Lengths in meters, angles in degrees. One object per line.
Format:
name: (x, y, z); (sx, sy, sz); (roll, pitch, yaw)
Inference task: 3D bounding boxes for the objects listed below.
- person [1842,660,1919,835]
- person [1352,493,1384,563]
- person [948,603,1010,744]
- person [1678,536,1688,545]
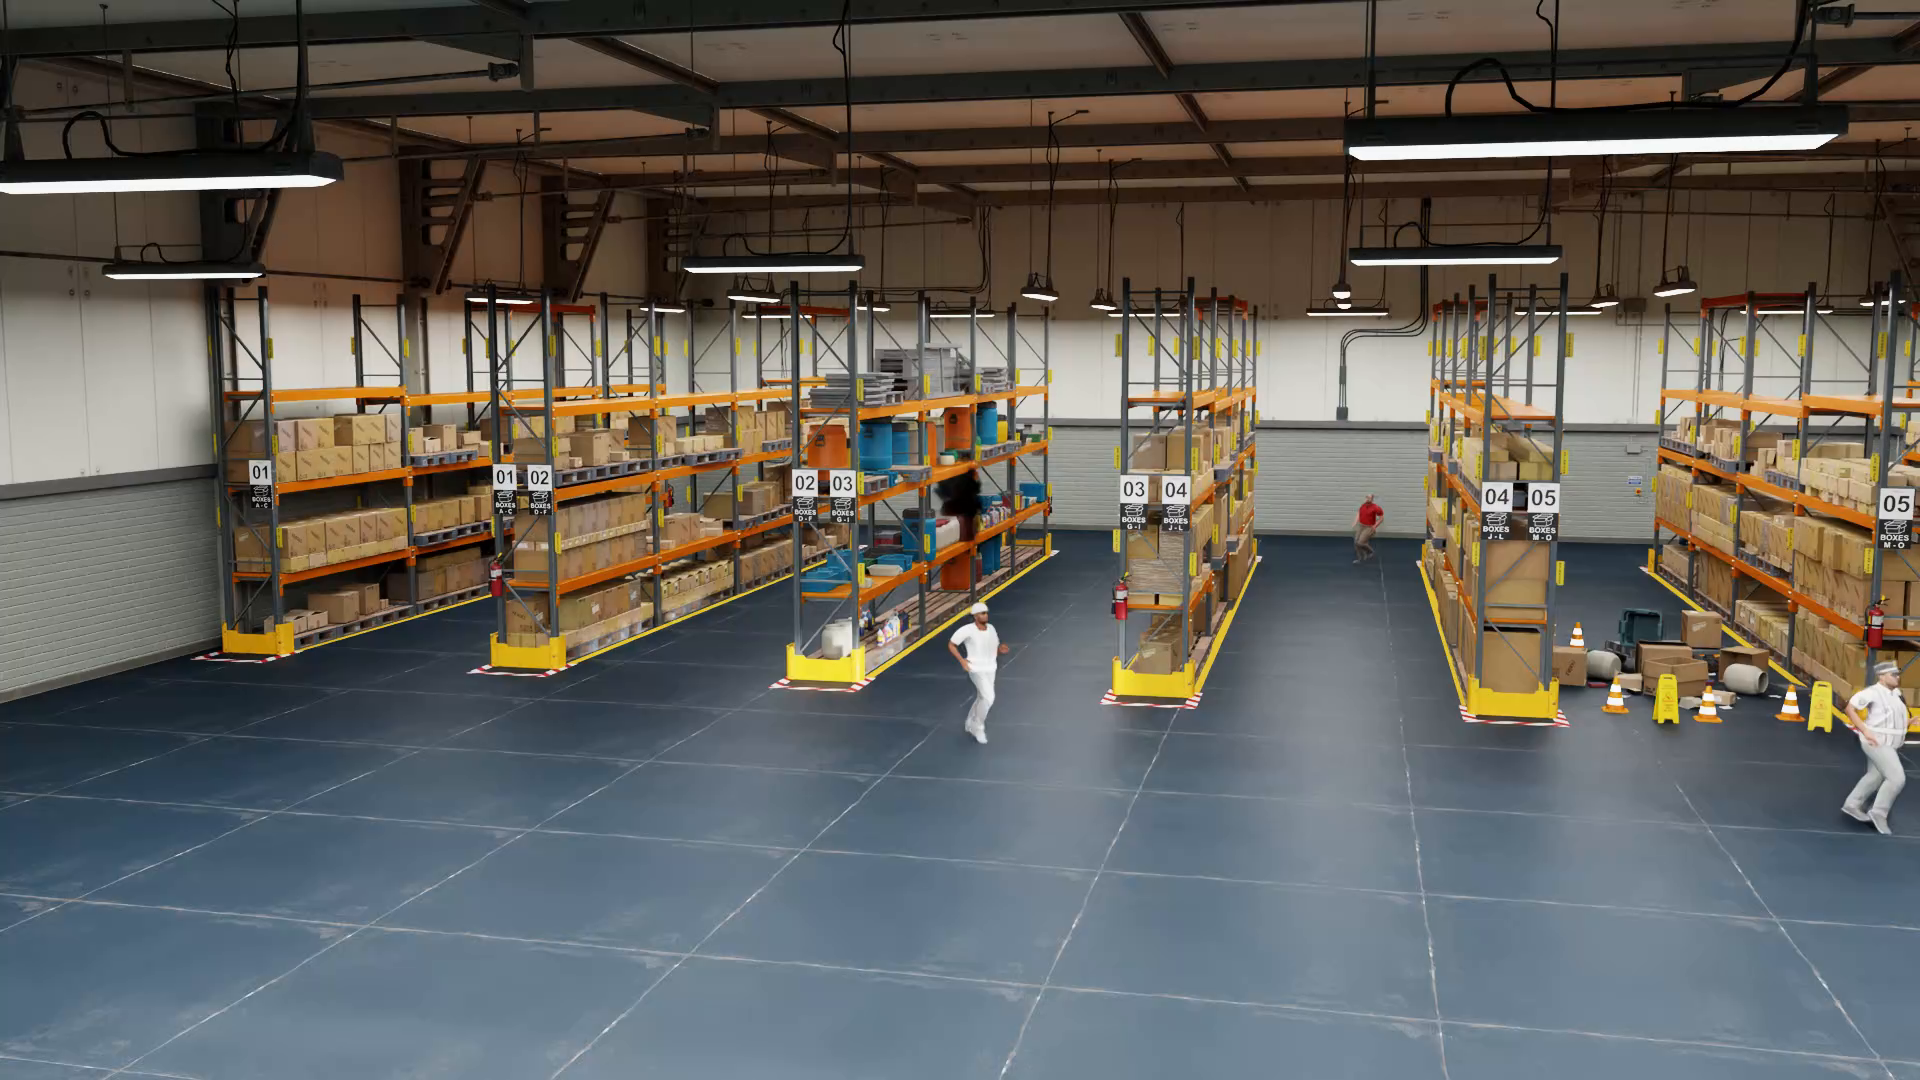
person: (9.631, 2.156, 17.348); (0.635, 1.838, 0.767); (-5, 9, -40)
person: (9.462, -0.259, 38.704); (0.533, 1.666, 0.716); (-4, 8, -32)
person: (0.292, 1.699, 21.259); (0.690, 1.804, 0.675); (6, 9, 43)
person: (16.790, -0.152, 38.413); (0.624, 1.544, 0.725); (-6, 9, -40)
